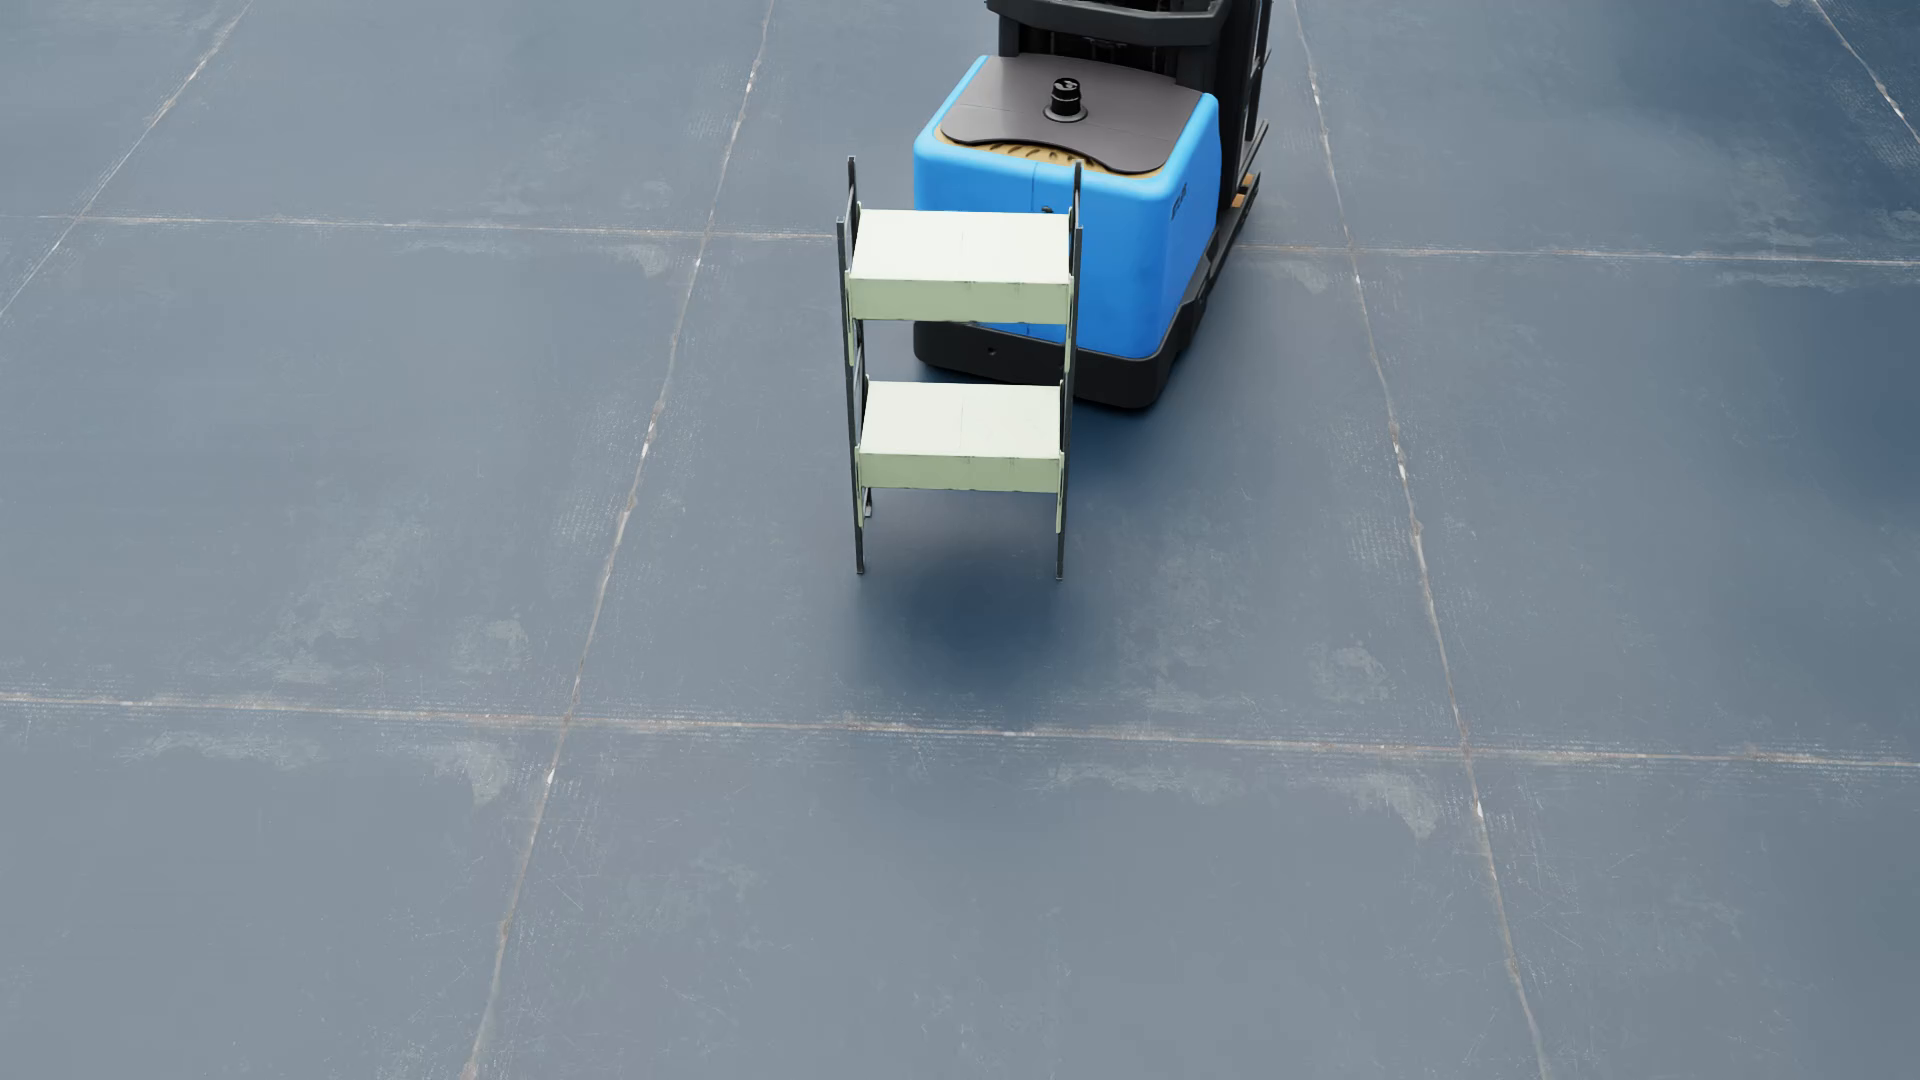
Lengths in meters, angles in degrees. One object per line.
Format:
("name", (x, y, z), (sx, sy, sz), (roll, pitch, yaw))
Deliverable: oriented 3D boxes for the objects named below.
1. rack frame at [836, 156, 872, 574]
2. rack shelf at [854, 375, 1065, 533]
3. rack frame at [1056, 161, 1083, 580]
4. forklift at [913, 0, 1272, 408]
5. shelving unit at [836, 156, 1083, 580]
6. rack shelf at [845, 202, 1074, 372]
("rack frame", (-0.359, -0.560, 5.751), (0.023, 1.500, 0.400), (2, 43, 2))
("rack shelf", (0.007, -0.310, 5.961), (0.720, 0.370, 0.431), (2, 43, 2))
("rack frame", (0.372, -0.537, 5.727), (0.023, 1.500, 0.400), (2, 43, 2))
("forklift", (0.790, -2.621, 6.914), (1.130, 2.935, 3.031), (14, 45, 15))
("shelving unit", (0.007, -0.549, 5.739), (0.755, 1.500, 0.431), (2, 43, 2))
("rack shelf", (0.007, -0.834, 5.473), (0.720, 0.370, 0.431), (2, 43, 2))
